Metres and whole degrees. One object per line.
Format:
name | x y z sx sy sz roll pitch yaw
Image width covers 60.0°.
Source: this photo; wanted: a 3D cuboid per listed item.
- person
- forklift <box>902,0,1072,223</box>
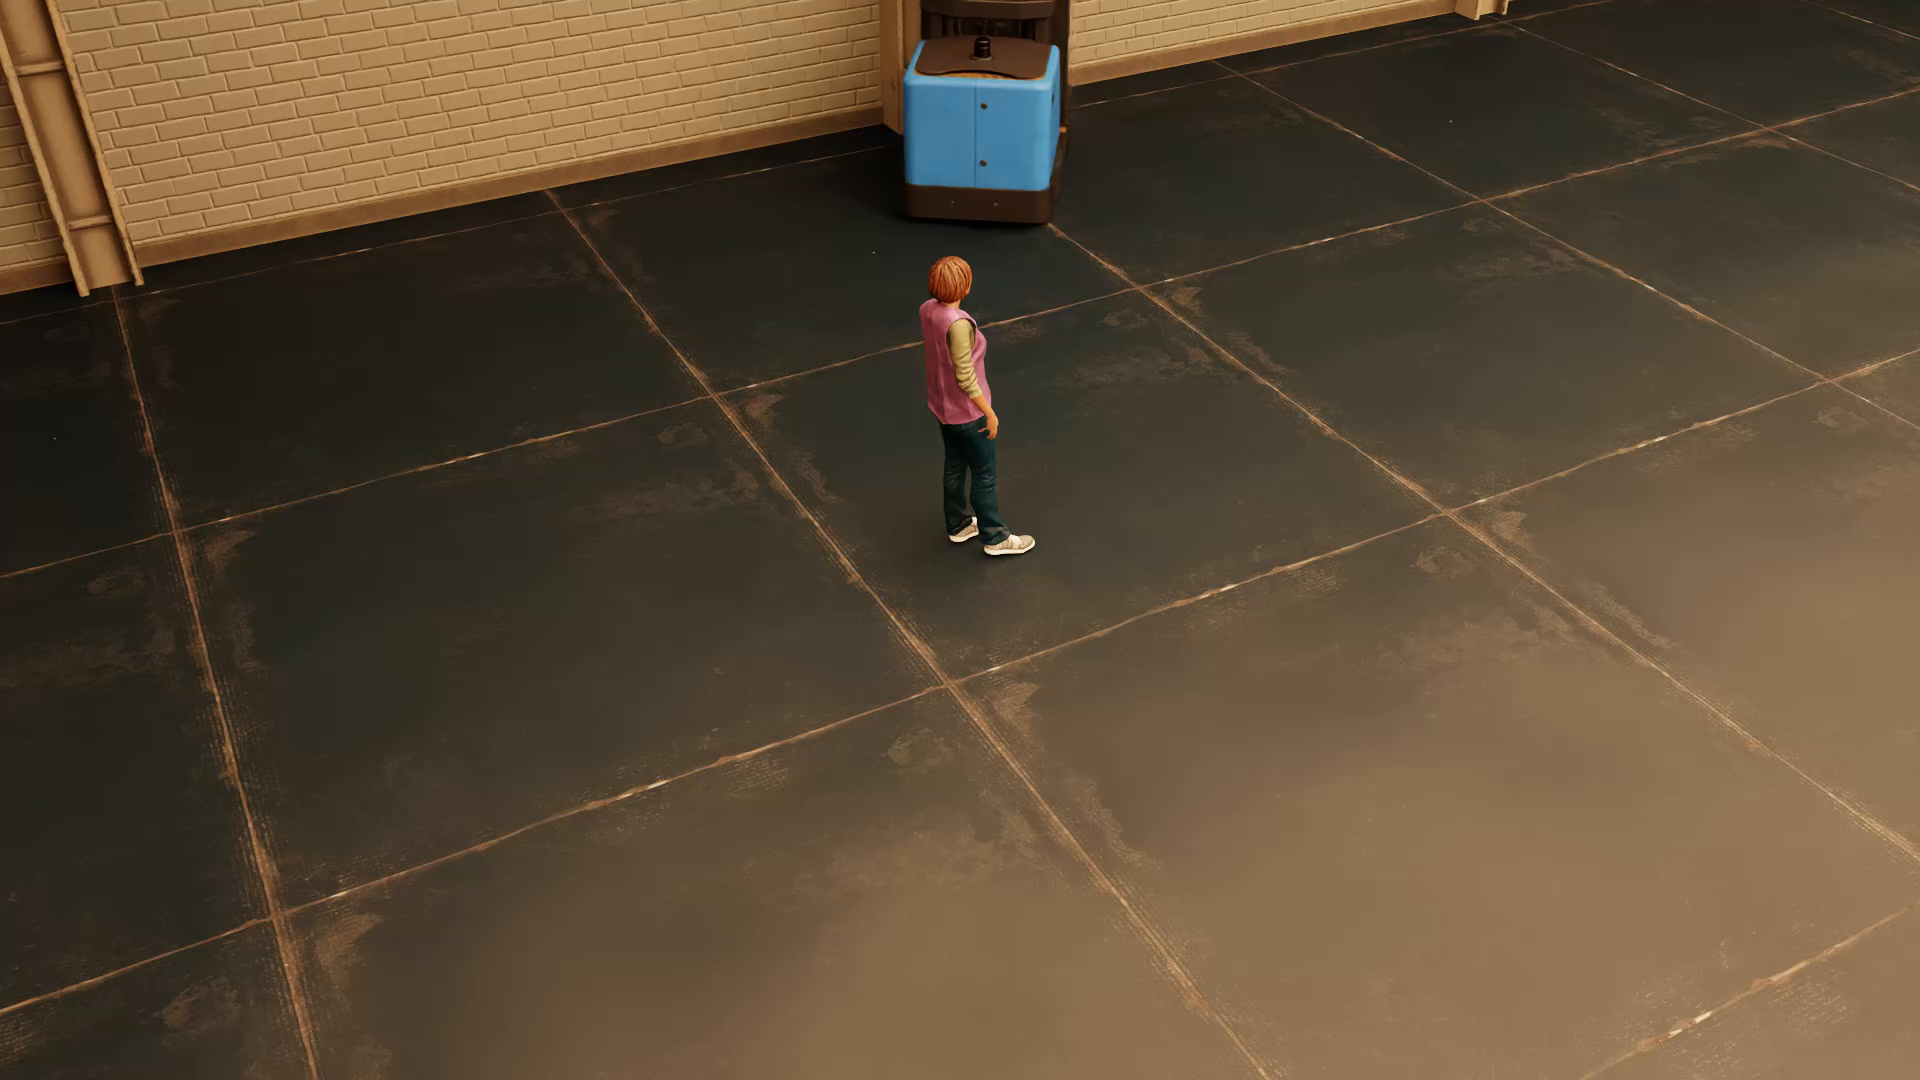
person | 0.072 -0.671 8.215 0.476 1.597 0.520 -17 39 -23
forklift | 0.287 -4.260 12.150 1.130 2.935 3.031 4 35 6
